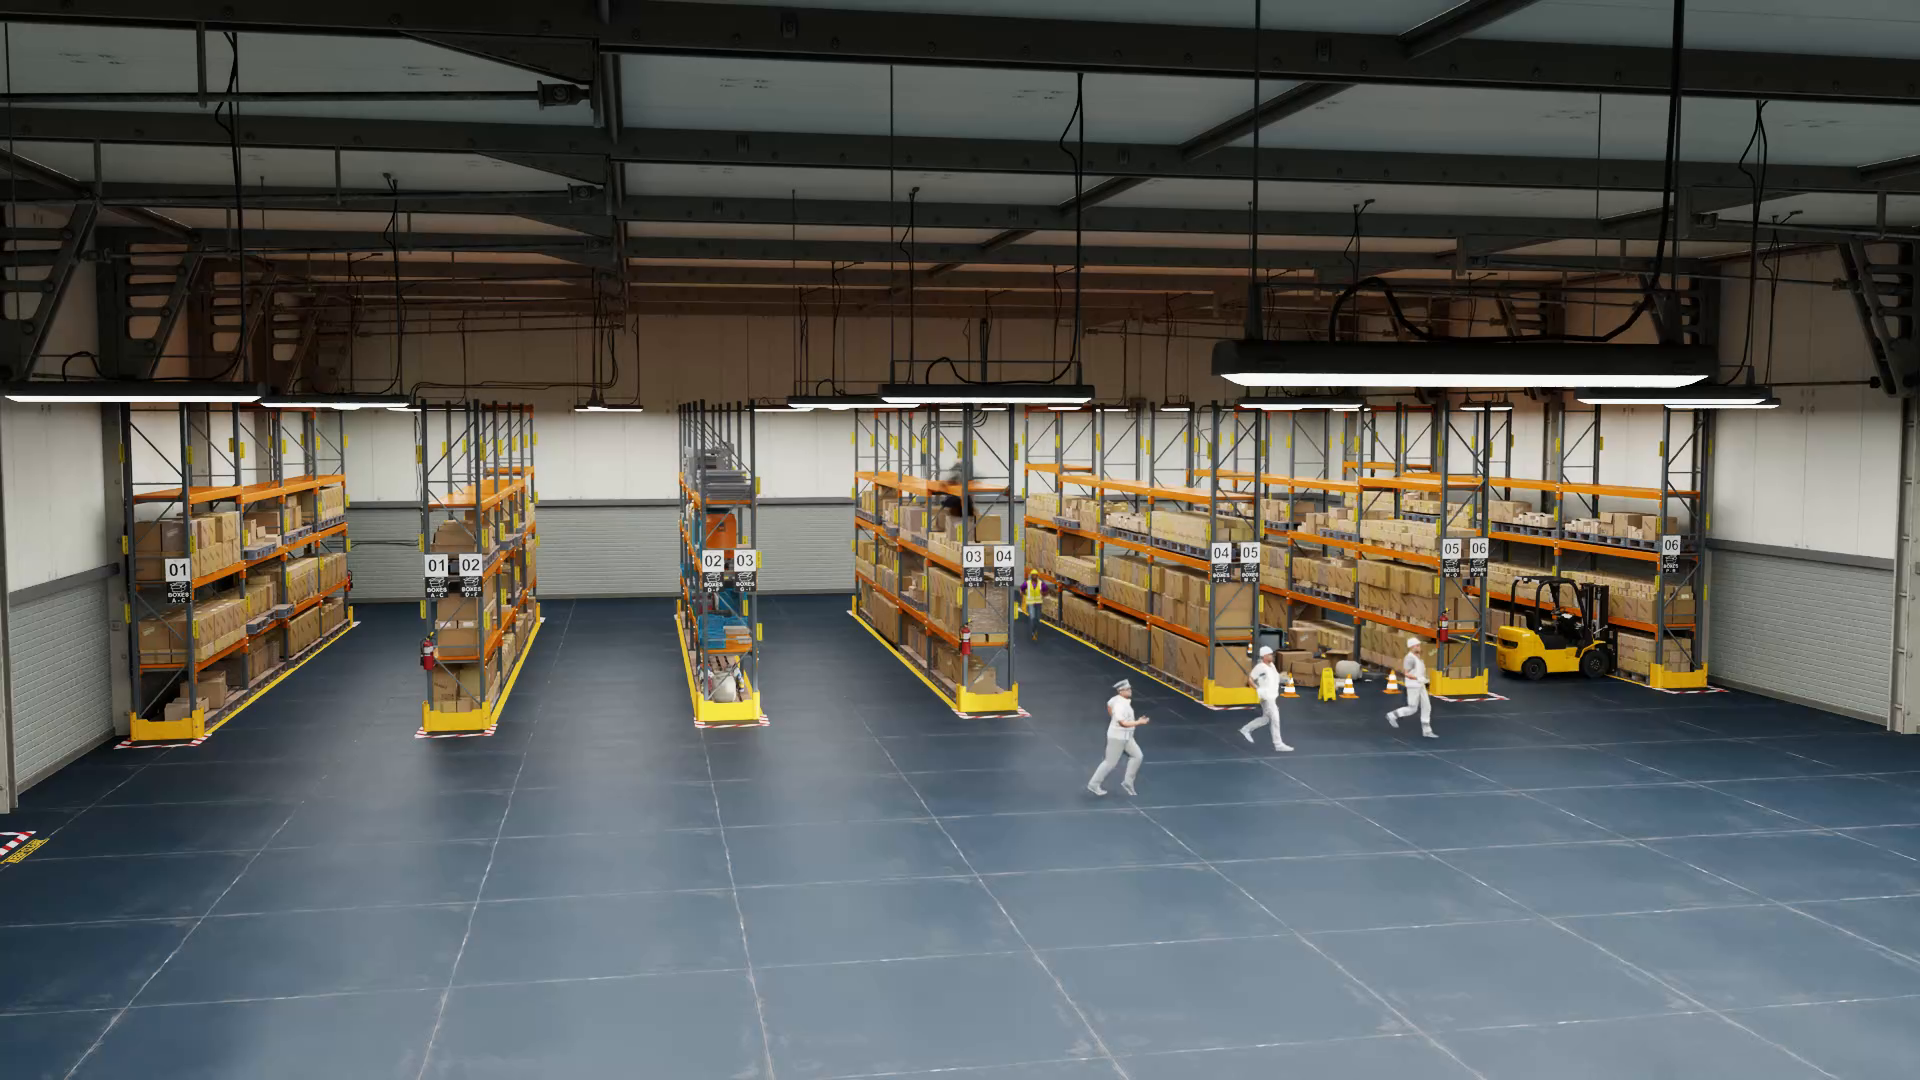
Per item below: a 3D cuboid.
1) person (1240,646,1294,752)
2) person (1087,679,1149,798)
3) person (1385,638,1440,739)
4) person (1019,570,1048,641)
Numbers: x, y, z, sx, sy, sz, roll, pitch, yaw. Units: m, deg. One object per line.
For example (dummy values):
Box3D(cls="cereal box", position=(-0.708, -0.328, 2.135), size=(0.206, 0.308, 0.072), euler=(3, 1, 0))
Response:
Box3D(cls="person", position=(5.215, 2.686, 28.285), size=(0.986, 1.763, 0.681), euler=(2, 5, 28))
Box3D(cls="person", position=(2.378, 2.973, 24.840), size=(0.911, 1.832, 0.673), euler=(1, 4, 15))
Box3D(cls="person", position=(8.060, 2.616, 29.524), size=(0.962, 1.776, 0.667), euler=(3, 5, 35))
Box3D(cls="person", position=(1.889, 1.627, 42.220), size=(0.700, 1.757, 0.982), euler=(-1, 4, -9))
